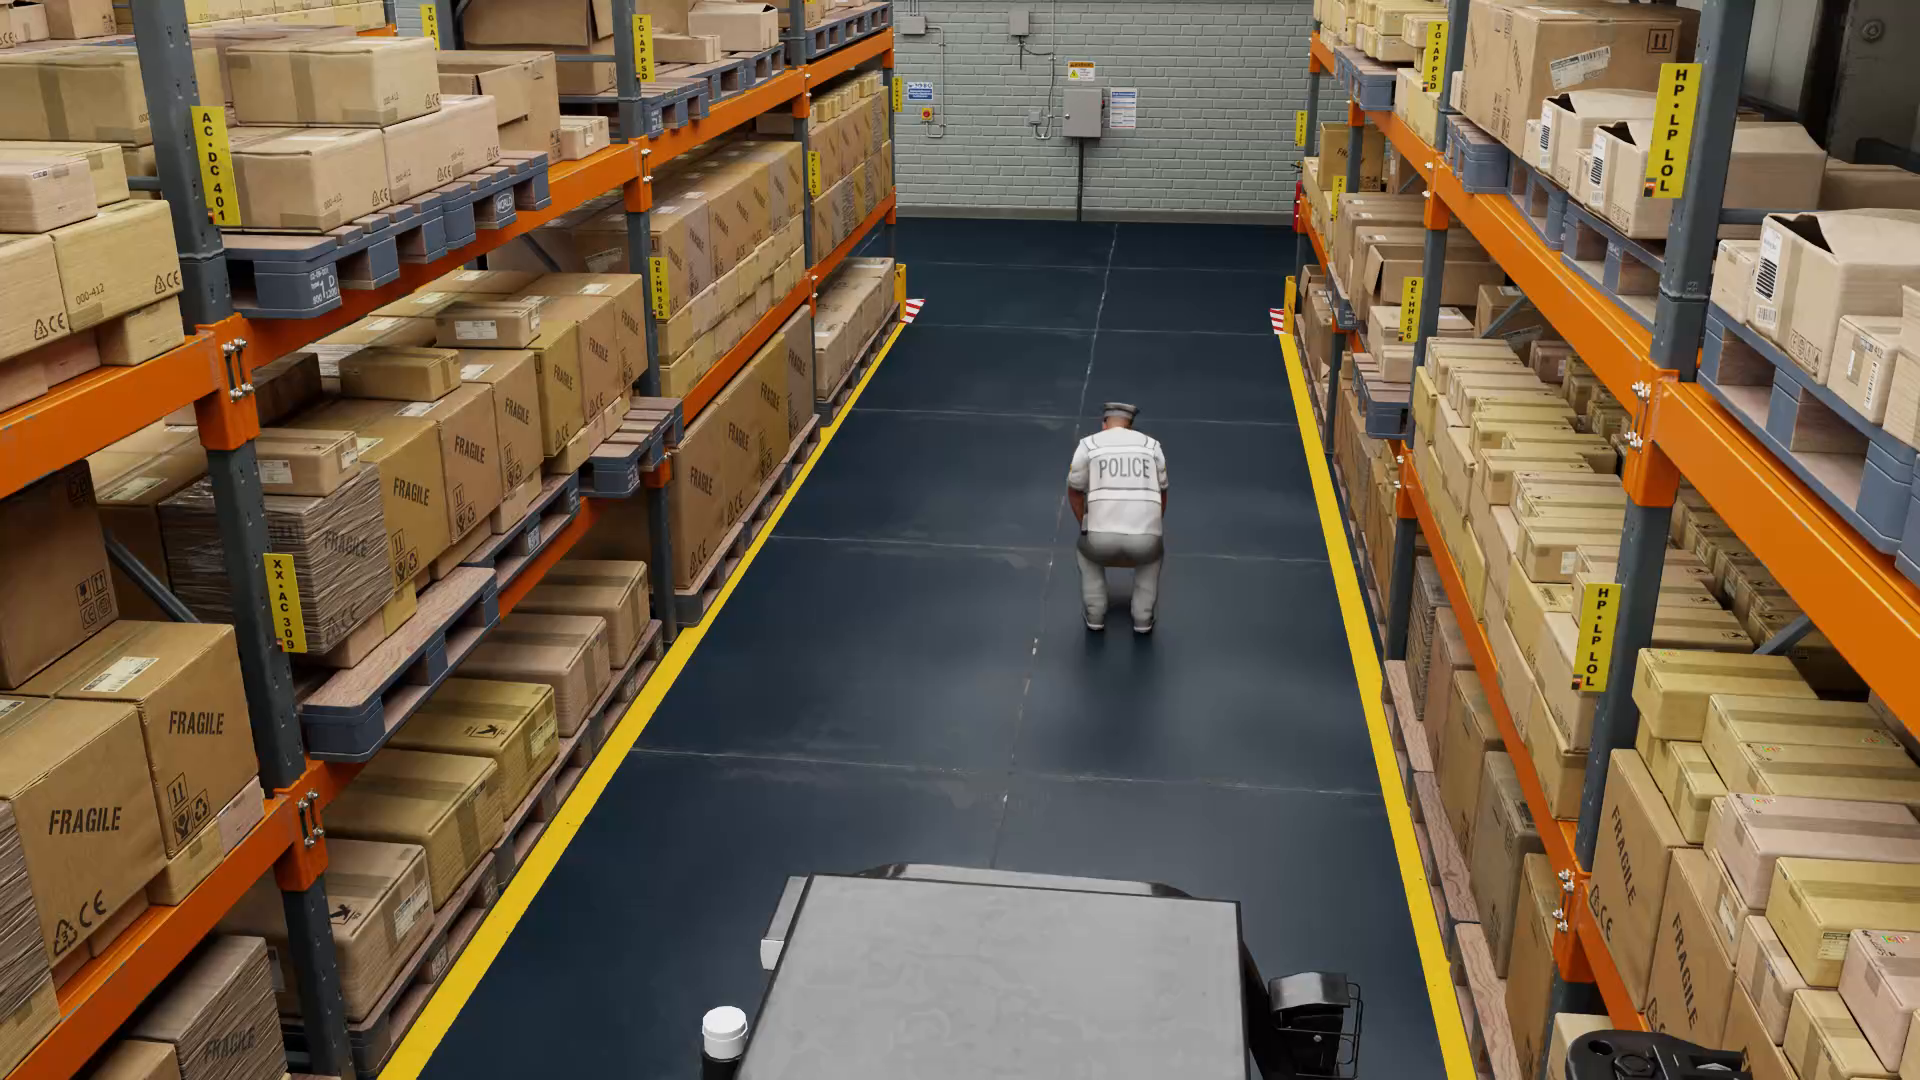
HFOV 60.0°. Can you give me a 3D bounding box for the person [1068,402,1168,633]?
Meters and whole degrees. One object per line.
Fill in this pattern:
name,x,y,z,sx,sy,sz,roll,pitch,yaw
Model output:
person,0.905,-0.127,9.623,0.581,1.241,0.882,2,21,6
